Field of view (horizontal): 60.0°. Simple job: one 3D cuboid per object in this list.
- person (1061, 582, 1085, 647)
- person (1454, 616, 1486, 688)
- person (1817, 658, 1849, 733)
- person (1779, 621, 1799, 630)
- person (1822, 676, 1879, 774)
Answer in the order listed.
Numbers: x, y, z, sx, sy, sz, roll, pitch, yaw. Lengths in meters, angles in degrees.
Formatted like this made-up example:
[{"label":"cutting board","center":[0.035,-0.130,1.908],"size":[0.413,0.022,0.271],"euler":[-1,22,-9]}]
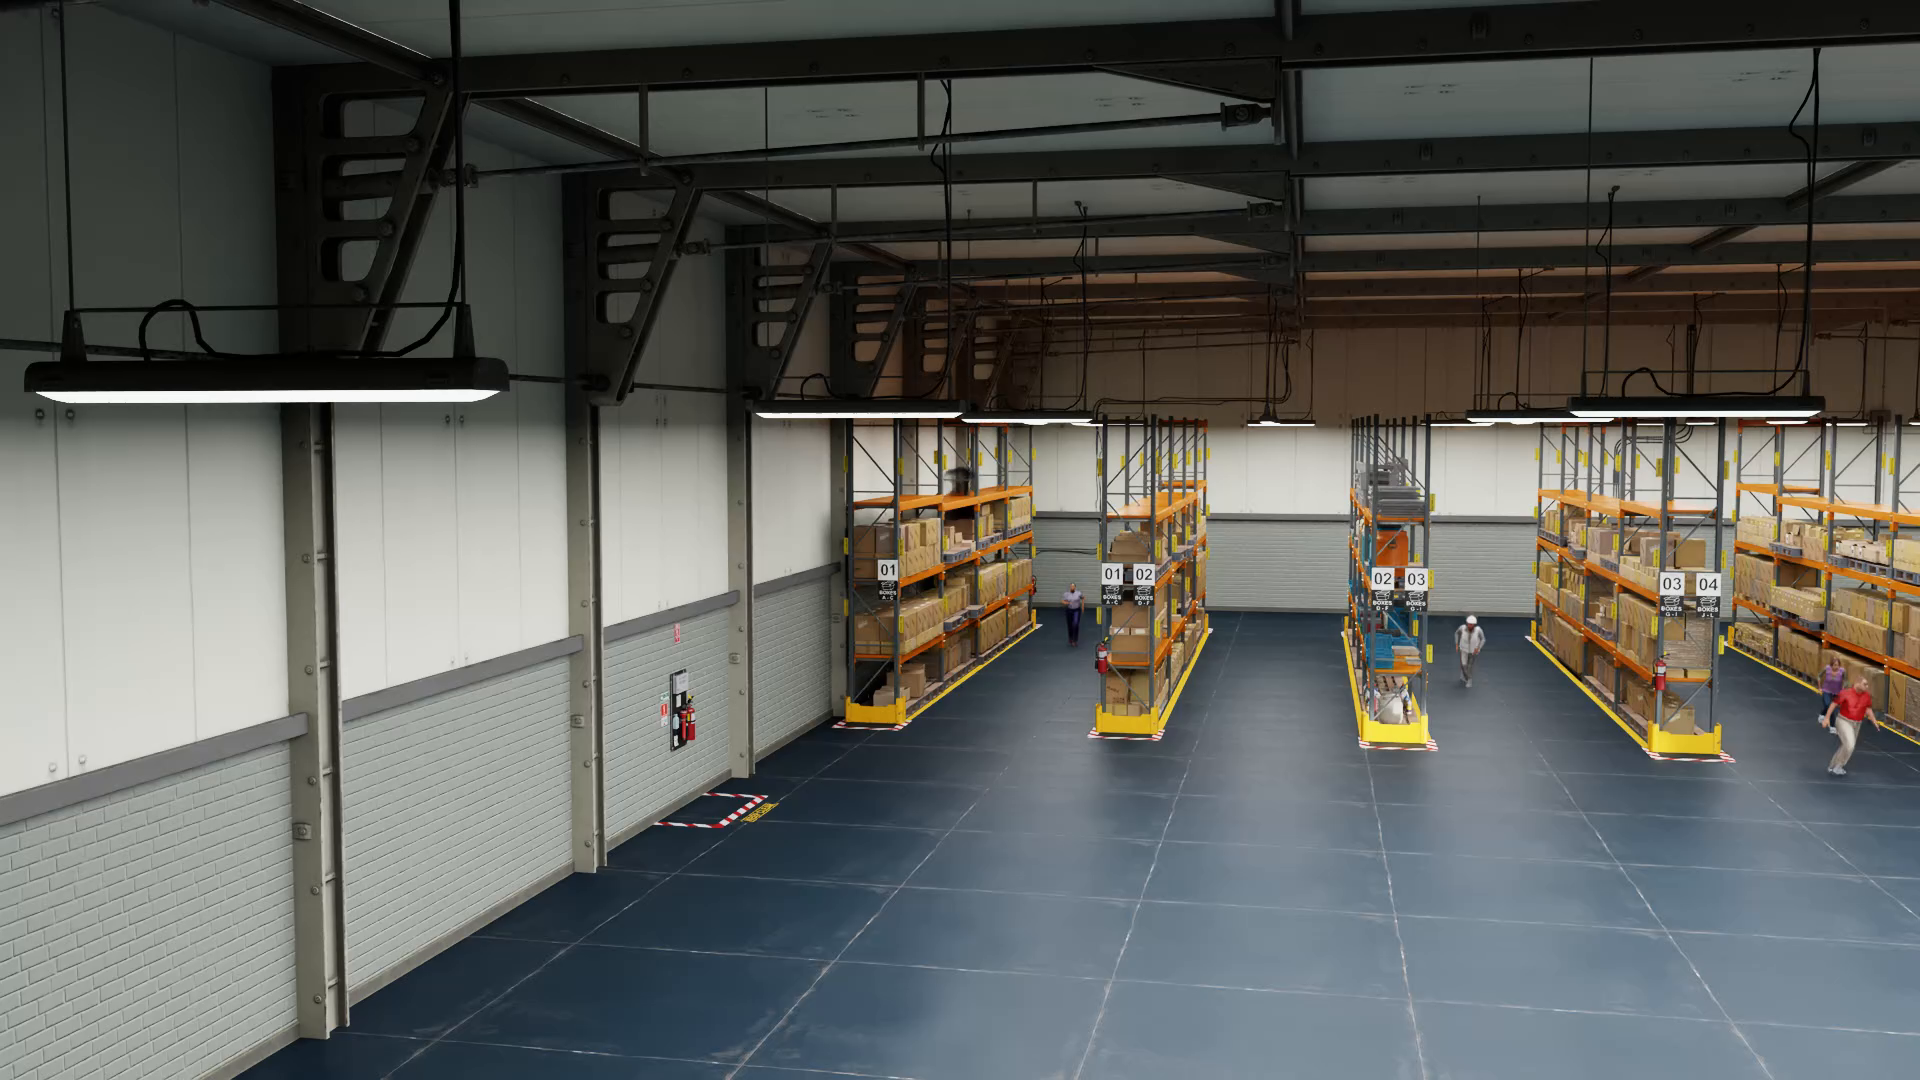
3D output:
[{"label":"person","center":[2.992,1.965,44.076],"size":[0.587,1.681,0.853],"euler":[1,4,10]},{"label":"person","center":[11.348,2.452,37.068],"size":[0.651,1.620,1.122],"euler":[1,4,11]},{"label":"person","center":[16.564,2.929,31.619],"size":[0.534,1.401,0.979],"euler":[1,4,18]},{"label":"person","center":[22.081,1.976,44.478],"size":[0.728,1.564,0.625],"euler":[4,5,45]},{"label":"person","center":[14.682,3.051,27.395],"size":[0.640,1.670,0.744],"euler":[-1,4,-18]}]
